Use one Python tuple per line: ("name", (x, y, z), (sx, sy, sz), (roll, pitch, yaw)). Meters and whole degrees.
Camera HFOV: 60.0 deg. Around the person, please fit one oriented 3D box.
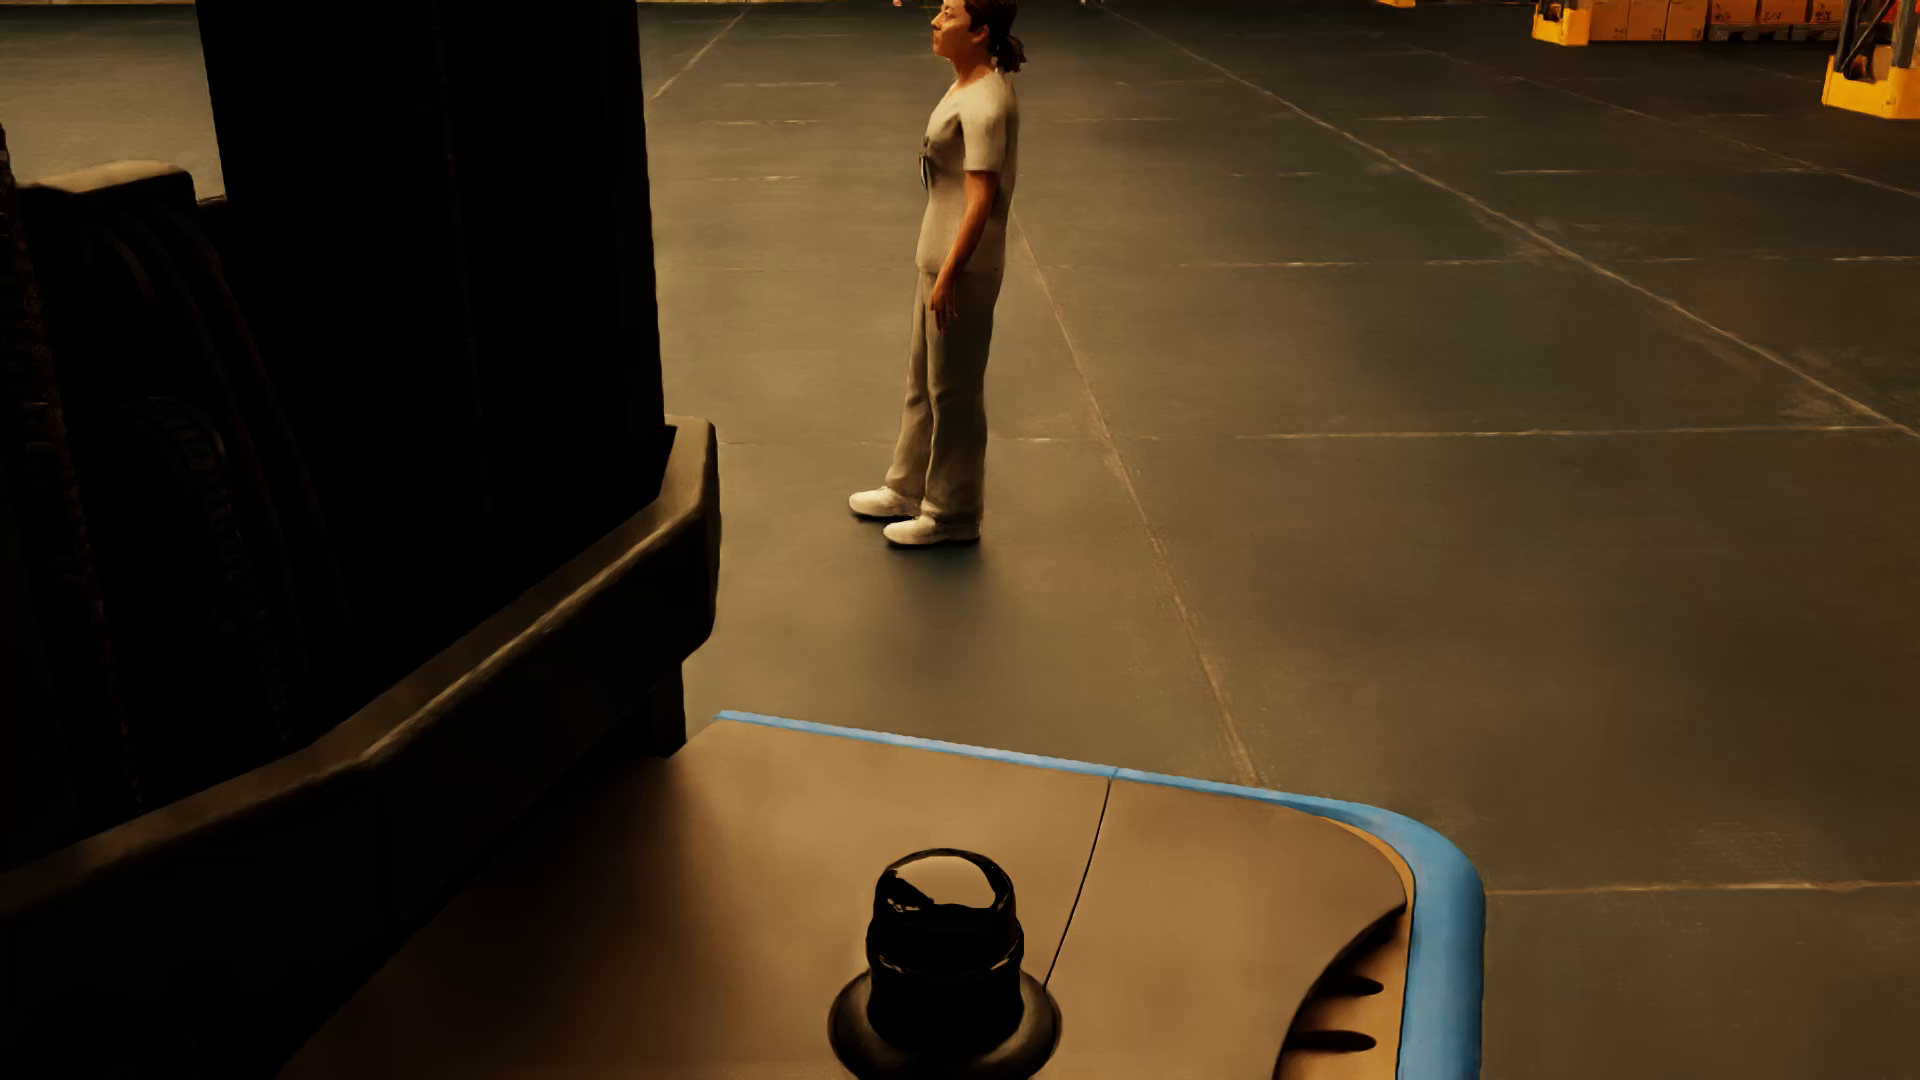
("person", (-0.074, -0.790, 4.872), (0.548, 1.674, 0.550), (-1, 21, -3))
